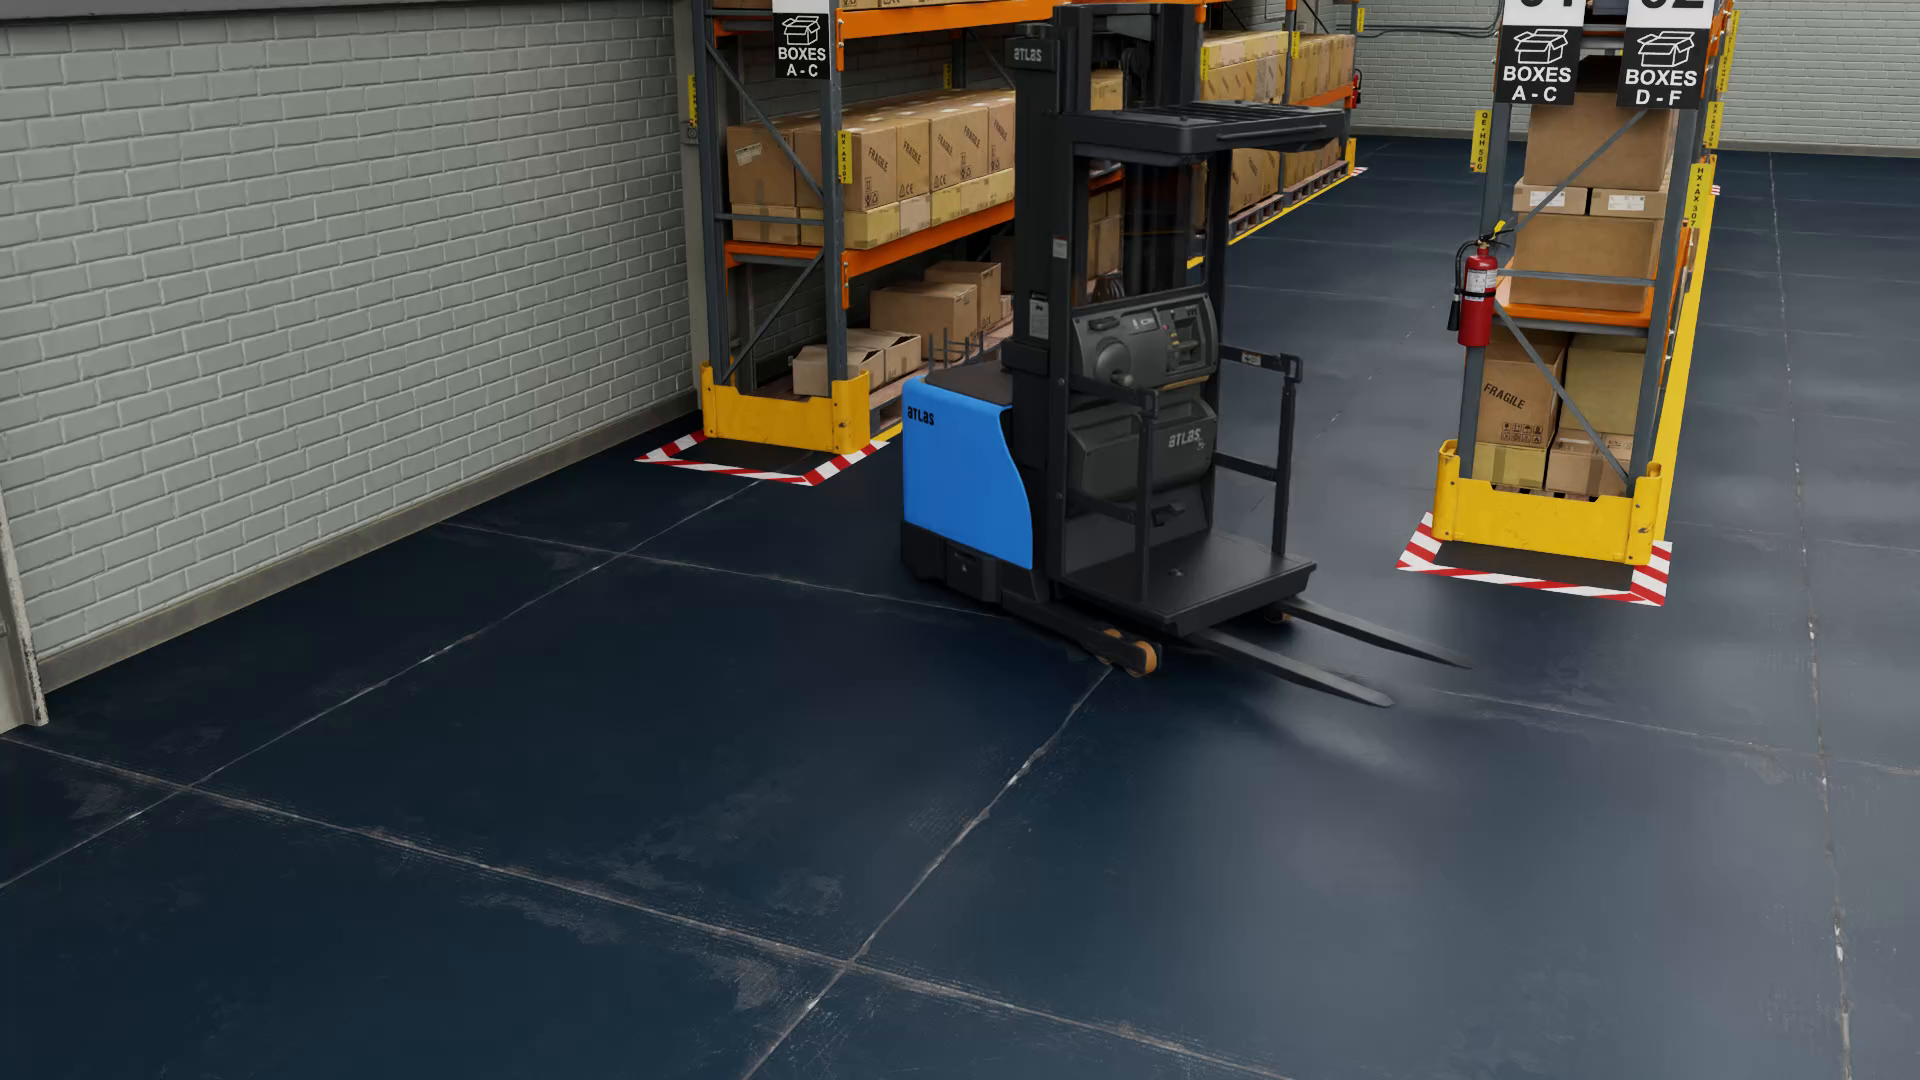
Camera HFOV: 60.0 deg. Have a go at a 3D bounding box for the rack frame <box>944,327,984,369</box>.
[{"bbox_3d":[0.019,-0.595,9.350,0.240,1.200,0.006,9,21,24],"label":"rack frame"}]

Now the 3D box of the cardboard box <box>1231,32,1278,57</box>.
[{"bbox_3d":[3.513,-5.970,20.037,0.500,0.250,0.500,9,21,24],"label":"cardboard box"}]

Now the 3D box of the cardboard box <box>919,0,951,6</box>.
[{"bbox_3d":[-0.399,-3.941,11.418,0.500,0.500,0.500,10,22,25],"label":"cardboard box"}]

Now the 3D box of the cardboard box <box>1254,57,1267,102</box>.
[{"bbox_3d":[3.316,-5.464,19.734,0.500,0.500,0.500,9,21,23],"label":"cardboard box"}]

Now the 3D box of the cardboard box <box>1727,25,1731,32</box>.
[{"bbox_3d":[9.081,-6.013,20.258,0.500,0.500,0.500,8,21,21],"label":"cardboard box"}]

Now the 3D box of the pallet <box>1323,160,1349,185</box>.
[{"bbox_3d":[5.071,-5.407,24.357,1.003,0.211,1.213,9,21,23],"label":"pallet"}]

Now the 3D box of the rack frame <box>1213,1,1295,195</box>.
[{"bbox_3d":[3.689,-5.753,21.169,1.000,3.000,0.127,9,21,23],"label":"rack frame"}]

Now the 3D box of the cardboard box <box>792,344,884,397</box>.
[{"bbox_3d":[-0.860,-1.224,11.790,0.500,0.311,0.500,6,20,17],"label":"cardboard box"}]

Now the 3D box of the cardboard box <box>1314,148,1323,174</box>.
[{"bbox_3d":[4.721,-5.461,23.452,0.700,0.500,0.500,8,21,21],"label":"cardboard box"}]

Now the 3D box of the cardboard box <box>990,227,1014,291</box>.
[{"bbox_3d":[0.699,-2.564,15.276,0.700,0.500,0.500,9,22,25],"label":"cardboard box"}]

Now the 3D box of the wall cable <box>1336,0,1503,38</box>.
[{"bbox_3d":[7.969,-10.019,28.846,3.097,2.526,0.112,9,21,23],"label":"wall cable"}]

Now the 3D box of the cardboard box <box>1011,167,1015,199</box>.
[{"bbox_3d":[0.284,-2.909,13.365,0.500,0.250,0.500,9,21,23],"label":"cardboard box"}]

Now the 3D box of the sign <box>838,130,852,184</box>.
[{"bbox_3d":[-0.730,-2.418,10.499,0.100,0.325,0.005,9,21,23],"label":"sign"}]

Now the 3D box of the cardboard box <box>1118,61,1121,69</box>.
[{"bbox_3d":[1.819,-4.880,16.941,0.380,0.149,0.250,5,20,14],"label":"cardboard box"}]

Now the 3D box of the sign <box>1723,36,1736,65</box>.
[{"bbox_3d":[8.717,-5.545,18.855,0.100,0.325,0.005,9,21,23],"label":"sign"}]

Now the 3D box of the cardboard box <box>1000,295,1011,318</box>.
[{"bbox_3d":[0.221,-2.012,14.222,0.380,0.166,0.250,6,20,16],"label":"cardboard box"}]

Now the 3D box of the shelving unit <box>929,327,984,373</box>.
[{"bbox_3d":[-0.020,-0.567,9.273,0.258,1.200,0.189,9,21,24],"label":"shelving unit"}]

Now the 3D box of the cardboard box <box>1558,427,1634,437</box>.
[{"bbox_3d":[3.920,-0.595,10.142,0.500,0.250,0.500,9,21,23],"label":"cardboard box"}]

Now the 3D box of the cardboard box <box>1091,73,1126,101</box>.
[{"bbox_3d":[1.378,-4.256,16.152,0.700,0.500,0.500,9,21,23],"label":"cardboard box"}]

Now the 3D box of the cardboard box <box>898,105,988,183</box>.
[{"bbox_3d":[-0.126,-2.948,12.355,0.500,0.500,0.500,9,22,24],"label":"cardboard box"}]

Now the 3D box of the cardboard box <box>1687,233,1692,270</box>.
[{"bbox_3d":[6.375,-2.664,15.124,0.500,0.311,0.500,8,21,22],"label":"cardboard box"}]

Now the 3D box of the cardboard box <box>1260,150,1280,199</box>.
[{"bbox_3d":[3.541,-4.721,20.850,0.750,0.750,0.750,9,21,23],"label":"cardboard box"}]

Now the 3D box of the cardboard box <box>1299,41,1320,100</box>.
[{"bbox_3d":[4.230,-6.280,22.204,0.980,0.700,0.700,8,21,21],"label":"cardboard box"}]

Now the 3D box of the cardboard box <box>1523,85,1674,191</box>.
[{"bbox_3d":[3.520,-2.221,9.153,0.700,0.500,0.500,9,21,23],"label":"cardboard box"}]

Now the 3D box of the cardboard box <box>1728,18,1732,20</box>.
[{"bbox_3d":[9.916,-6.642,22.026,0.500,0.500,0.500,8,21,22],"label":"cardboard box"}]

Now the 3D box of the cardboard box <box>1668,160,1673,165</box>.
[{"bbox_3d":[4.178,-2.243,10.182,0.380,0.149,0.250,8,21,22],"label":"cardboard box"}]

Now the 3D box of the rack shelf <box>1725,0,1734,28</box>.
[{"bbox_3d":[7.391,-5.537,17.159,1.077,0.370,4.000,9,21,23],"label":"rack shelf"}]

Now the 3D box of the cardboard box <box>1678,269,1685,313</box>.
[{"bbox_3d":[5.540,-2.040,13.368,0.500,0.311,0.500,8,21,22],"label":"cardboard box"}]

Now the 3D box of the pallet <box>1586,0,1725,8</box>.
[{"bbox_3d":[4.107,-3.364,10.108,1.003,0.211,1.213,9,21,23],"label":"pallet"}]

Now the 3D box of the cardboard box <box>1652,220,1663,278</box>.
[{"bbox_3d":[3.918,-1.906,10.203,0.700,0.500,0.500,9,21,23],"label":"cardboard box"}]

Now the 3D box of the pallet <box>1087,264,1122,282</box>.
[{"bbox_3d":[1.229,-2.606,16.481,1.003,0.211,1.213,9,21,23],"label":"pallet"}]

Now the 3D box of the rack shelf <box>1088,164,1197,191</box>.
[{"bbox_3d":[1.232,-3.580,16.132,1.077,0.370,4.000,9,21,23],"label":"rack shelf"}]

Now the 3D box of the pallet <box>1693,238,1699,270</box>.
[{"bbox_3d":[7.413,-3.132,17.962,1.003,0.211,1.213,9,21,23],"label":"pallet"}]

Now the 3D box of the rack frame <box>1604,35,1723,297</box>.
[{"bbox_3d":[6.572,-3.852,15.822,1.000,3.000,0.127,9,21,23],"label":"rack frame"}]

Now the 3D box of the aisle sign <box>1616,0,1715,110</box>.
[{"bbox_3d":[3.548,-2.569,8.335,0.394,0.787,0.004,9,21,23],"label":"aisle sign"}]

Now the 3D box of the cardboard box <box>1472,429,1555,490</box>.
[{"bbox_3d":[3.246,-0.513,9.911,0.500,0.250,0.500,9,21,23],"label":"cardboard box"}]

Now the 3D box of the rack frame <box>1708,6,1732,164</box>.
[{"bbox_3d":[9.848,-6.297,22.699,1.000,3.000,0.127,9,21,23],"label":"rack frame"}]

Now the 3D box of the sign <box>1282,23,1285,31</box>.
[{"bbox_3d":[4.823,-7.499,24.668,0.100,0.325,0.005,9,21,23],"label":"sign"}]

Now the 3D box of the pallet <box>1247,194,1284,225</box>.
[{"bbox_3d":[3.442,-4.193,20.943,1.003,0.211,1.213,9,21,23],"label":"pallet"}]

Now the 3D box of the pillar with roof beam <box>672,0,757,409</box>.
[{"bbox_3d":[2.200,-4.653,9.123,9.100,9.000,0.400,9,21,23],"label":"pillar with roof beam"}]

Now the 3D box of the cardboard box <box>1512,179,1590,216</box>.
[{"bbox_3d":[3.278,-1.902,9.222,0.380,0.149,0.250,8,21,22],"label":"cardboard box"}]

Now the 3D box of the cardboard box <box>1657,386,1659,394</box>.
[{"bbox_3d":[4.335,-1.253,10.874,0.500,0.500,0.500,9,21,23],"label":"cardboard box"}]

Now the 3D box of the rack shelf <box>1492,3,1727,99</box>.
[{"bbox_3d":[4.115,-3.092,10.283,1.077,0.370,4.000,9,21,23],"label":"rack shelf"}]

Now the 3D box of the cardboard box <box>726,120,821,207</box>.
[{"bbox_3d":[-1.226,-2.550,11.237,0.500,0.500,0.500,8,21,22],"label":"cardboard box"}]

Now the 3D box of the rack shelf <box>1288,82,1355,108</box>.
[{"bbox_3d":[4.508,-6.025,23.008,1.077,0.370,4.000,9,21,23],"label":"rack shelf"}]

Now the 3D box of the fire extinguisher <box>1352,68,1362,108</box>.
[{"bbox_3d":[5.810,-6.746,24.634,0.296,0.674,0.183,9,21,23],"label":"fire extinguisher"}]

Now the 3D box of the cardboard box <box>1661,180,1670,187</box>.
[{"bbox_3d":[3.758,-1.930,9.302,0.380,0.149,0.250,8,21,21],"label":"cardboard box"}]

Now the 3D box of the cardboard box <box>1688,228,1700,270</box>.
[{"bbox_3d":[7.019,-2.981,16.448,0.500,0.500,0.500,10,22,25],"label":"cardboard box"}]

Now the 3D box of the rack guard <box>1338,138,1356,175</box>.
[{"bbox_3d":[5.337,-5.805,25.046,1.175,0.500,0.348,9,21,23],"label":"rack guard"}]

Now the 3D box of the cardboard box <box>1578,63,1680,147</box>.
[{"bbox_3d":[4.346,-2.843,10.901,0.700,0.500,0.500,9,21,23],"label":"cardboard box"}]

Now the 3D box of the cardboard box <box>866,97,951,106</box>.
[{"bbox_3d":[-0.395,-3.175,12.995,0.500,0.500,0.500,9,22,24],"label":"cardboard box"}]

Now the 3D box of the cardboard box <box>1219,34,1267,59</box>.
[{"bbox_3d":[3.304,-5.814,19.599,0.500,0.250,0.500,9,21,24],"label":"cardboard box"}]

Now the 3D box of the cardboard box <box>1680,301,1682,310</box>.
[{"bbox_3d":[5.954,-2.091,14.347,0.500,0.250,0.500,9,21,24],"label":"cardboard box"}]

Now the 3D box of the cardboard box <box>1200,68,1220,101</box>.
[{"bbox_3d":[2.483,-4.840,17.979,0.500,0.500,0.500,9,22,24],"label":"cardboard box"}]

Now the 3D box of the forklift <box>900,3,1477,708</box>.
[{"bbox_3d":[1.024,-0.938,7.731,1.130,2.935,3.031,-16,25,-38],"label":"forklift"}]

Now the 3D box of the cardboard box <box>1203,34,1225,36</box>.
[{"bbox_3d":[2.854,-5.883,19.793,0.500,0.250,0.500,8,21,21],"label":"cardboard box"}]

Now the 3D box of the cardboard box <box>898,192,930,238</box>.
[{"bbox_3d":[-0.536,-2.290,11.624,0.500,0.250,0.500,8,21,21],"label":"cardboard box"}]
